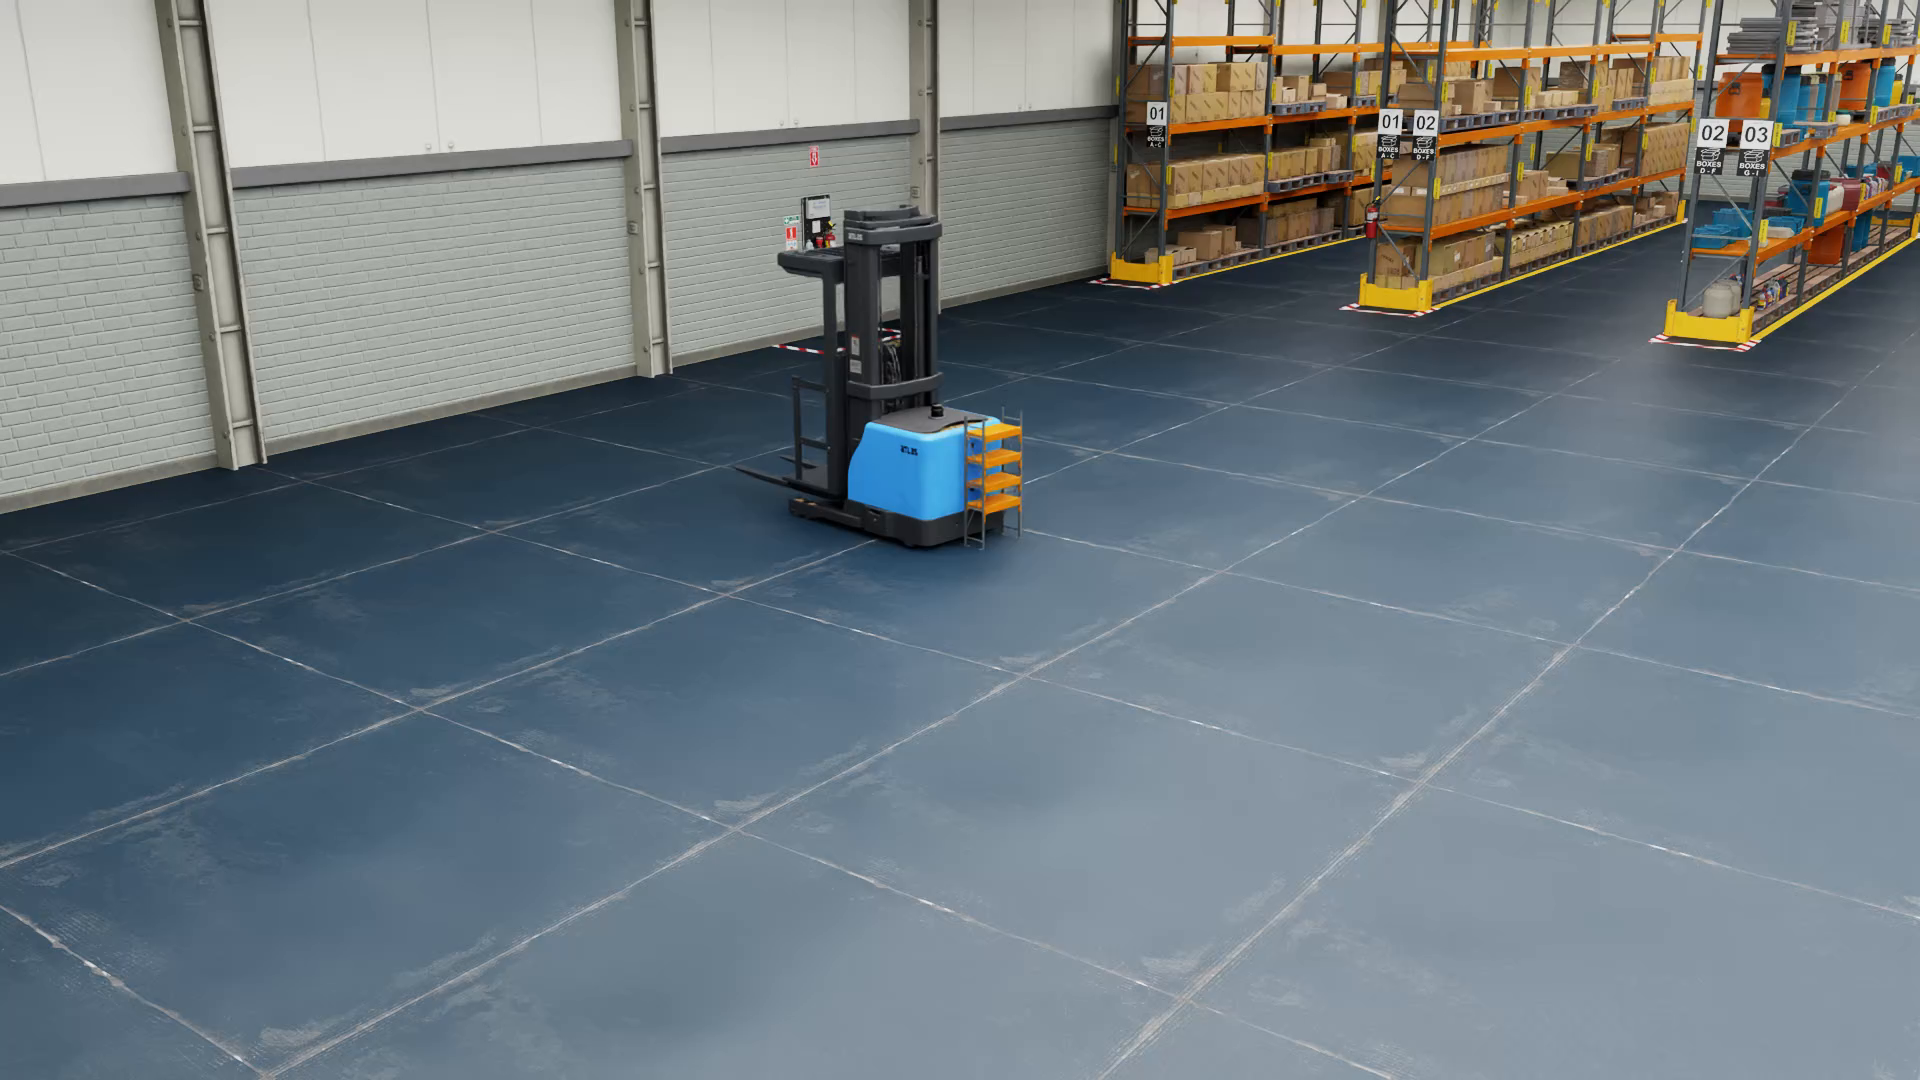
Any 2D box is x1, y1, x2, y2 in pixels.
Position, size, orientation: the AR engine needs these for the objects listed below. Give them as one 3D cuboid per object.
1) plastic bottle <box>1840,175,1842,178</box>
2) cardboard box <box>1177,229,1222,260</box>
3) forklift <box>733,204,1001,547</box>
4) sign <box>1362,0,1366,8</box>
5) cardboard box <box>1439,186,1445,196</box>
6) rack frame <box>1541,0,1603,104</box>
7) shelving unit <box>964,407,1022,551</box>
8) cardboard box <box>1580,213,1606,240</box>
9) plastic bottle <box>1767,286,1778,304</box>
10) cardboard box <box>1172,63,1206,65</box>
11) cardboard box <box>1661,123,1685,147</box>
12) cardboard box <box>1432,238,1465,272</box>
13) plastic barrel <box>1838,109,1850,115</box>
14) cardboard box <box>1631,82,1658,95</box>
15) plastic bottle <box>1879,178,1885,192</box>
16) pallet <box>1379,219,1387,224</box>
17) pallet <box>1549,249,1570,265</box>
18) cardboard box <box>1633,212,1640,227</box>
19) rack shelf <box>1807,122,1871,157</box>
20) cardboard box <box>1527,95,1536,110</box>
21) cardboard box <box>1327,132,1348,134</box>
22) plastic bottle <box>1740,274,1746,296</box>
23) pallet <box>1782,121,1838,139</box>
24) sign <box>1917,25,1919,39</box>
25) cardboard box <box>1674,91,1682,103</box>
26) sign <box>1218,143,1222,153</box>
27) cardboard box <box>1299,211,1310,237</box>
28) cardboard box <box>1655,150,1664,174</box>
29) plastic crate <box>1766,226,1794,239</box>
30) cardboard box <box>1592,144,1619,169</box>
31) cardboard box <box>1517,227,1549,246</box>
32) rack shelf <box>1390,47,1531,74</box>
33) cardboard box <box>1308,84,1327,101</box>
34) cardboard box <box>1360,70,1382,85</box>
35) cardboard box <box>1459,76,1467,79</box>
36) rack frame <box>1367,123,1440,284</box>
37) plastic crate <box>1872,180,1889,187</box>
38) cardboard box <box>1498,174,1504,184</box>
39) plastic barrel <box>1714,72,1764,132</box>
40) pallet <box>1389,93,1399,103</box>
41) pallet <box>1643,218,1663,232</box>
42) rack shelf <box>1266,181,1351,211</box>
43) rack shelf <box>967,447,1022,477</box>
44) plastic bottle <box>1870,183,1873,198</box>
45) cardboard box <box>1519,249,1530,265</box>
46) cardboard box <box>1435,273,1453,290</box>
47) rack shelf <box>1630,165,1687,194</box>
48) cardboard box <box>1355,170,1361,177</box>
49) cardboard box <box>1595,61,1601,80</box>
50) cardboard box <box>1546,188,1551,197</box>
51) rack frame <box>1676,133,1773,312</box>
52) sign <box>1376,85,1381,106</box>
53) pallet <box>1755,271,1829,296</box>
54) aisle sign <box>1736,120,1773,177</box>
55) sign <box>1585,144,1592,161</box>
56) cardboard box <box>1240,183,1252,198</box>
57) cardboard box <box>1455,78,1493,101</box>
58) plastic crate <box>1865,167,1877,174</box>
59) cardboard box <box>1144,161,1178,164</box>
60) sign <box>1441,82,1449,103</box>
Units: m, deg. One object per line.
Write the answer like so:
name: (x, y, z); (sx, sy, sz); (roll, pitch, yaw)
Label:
plastic bottle: (17.843, -7.252, 33.743); (0.061, 0.283, 0.133); (12, 21, 35)
cardboard box: (4.599, -5.679, 31.954); (0.700, 0.500, 0.500); (11, 20, 31)
forklift: (-1.003, -1.688, 15.744); (3.031, 2.935, 1.130); (16, 24, 42)
sign: (8.506, -11.373, 34.992); (0.100, 0.325, 0.005); (12, 21, 35)
cardboard box: (7.840, -5.814, 27.653); (0.380, 0.149, 0.250); (12, 21, 33)
rack frame: (12.045, -10.108, 32.628); (1.000, 3.000, 0.127); (12, 21, 35)
shelving unit: (0.299, -0.552, 15.005); (0.258, 1.200, 0.503); (16, 23, 42)
cardboard box: (13.156, -6.562, 34.796); (0.500, 0.500, 0.500); (12, 21, 34)
plastic bottle: (13.078, -3.959, 26.791); (0.152, 0.276, 0.135); (13, 21, 36)
cardboard box: (4.278, -8.693, 31.238); (0.500, 0.500, 0.500); (12, 21, 35)
cardboard box: (16.466, -9.399, 38.604); (0.500, 0.500, 0.500); (13, 22, 36)
cardboard box: (8.360, -4.913, 28.676); (0.500, 0.500, 0.500); (12, 21, 35)
plastic barrel: (15.914, -7.658, 30.056); (0.294, 0.245, 0.294); (0, 17, 0)
cardboard box: (14.917, -9.868, 36.320); (0.500, 0.250, 0.500); (12, 21, 35)
plastic bottle: (18.428, -7.110, 33.296); (0.152, 0.276, 0.135); (12, 21, 35)
pallet: (9.322, -7.250, 38.240); (1.003, 0.211, 1.213); (12, 21, 35)
pallet: (11.523, -5.723, 33.322); (1.003, 0.211, 1.213); (12, 21, 35)
cardboard box: (14.852, -7.184, 37.118); (0.500, 0.311, 0.500); (12, 21, 35)
rack shelf: (14.829, -6.980, 28.824); (1.077, 0.370, 4.000); (12, 21, 35)
cardboard box: (10.361, -8.129, 30.855); (0.500, 0.250, 0.500); (10, 20, 29)
cardboard box: (8.437, -8.952, 37.051); (0.500, 0.250, 0.500); (12, 21, 33)
plastic bottle: (12.939, -4.215, 27.491); (0.144, 0.351, 0.185); (12, 21, 35)
pallet: (13.286, -6.568, 26.602); (1.213, 0.211, 1.003); (12, 21, 35)
sign: (18.844, -9.988, 32.591); (0.100, 0.325, 0.005); (12, 21, 35)
cardboard box: (16.123, -10.102, 37.918); (0.500, 0.250, 0.500); (12, 21, 35)
sign: (5.233, -7.815, 33.407); (0.100, 0.325, 0.005); (12, 21, 35)
cardboard box: (7.003, -6.728, 35.331); (0.700, 0.500, 0.500); (12, 21, 34)
cardboard box: (15.553, -8.558, 37.583); (0.500, 0.500, 0.500); (12, 21, 34)
plastic crate: (12.873, -4.857, 26.278); (0.530, 0.136, 0.437); (12, 21, 35)
cardboard box: (13.966, -8.371, 36.272); (0.700, 0.500, 0.500); (5, 18, 16)
cardboard box: (11.022, -5.867, 32.067); (0.500, 0.311, 0.500); (13, 22, 36)
rack shelf: (8.470, -8.145, 28.192); (1.077, 0.370, 4.000); (12, 21, 35)
cardboard box: (7.217, -9.317, 34.929); (0.797, 0.503, 0.637); (16, 24, 42)
cardboard box: (9.205, -10.319, 37.452); (0.700, 0.500, 0.500); (12, 21, 35)
cardboard box: (11.992, -11.162, 40.455); (0.500, 0.250, 0.500); (12, 21, 33)
rack frame: (7.278, -5.338, 27.382); (1.000, 3.000, 0.127); (12, 21, 35)
plastic crate: (18.796, -7.308, 34.070); (0.396, 0.136, 0.243); (12, 21, 35)
cardboard box: (9.522, -6.487, 29.819); (0.380, 0.149, 0.250); (12, 21, 34)
plastic barrel: (11.441, -6.438, 24.434); (0.600, 0.830, 0.708); (12, 21, 35)
pallet: (9.941, -10.185, 38.253); (0.805, 0.209, 1.217); (11, 21, 33)
pallet: (15.564, -7.320, 38.465); (1.003, 0.211, 1.213); (12, 21, 35)
rack shelf: (6.872, -7.298, 34.906); (1.077, 0.370, 4.000); (12, 21, 35)
rack shelf: (0.299, -0.702, 14.959); (0.258, 0.148, 0.480); (16, 23, 42)
plastic bottle: (17.591, -6.756, 32.143); (0.061, 0.283, 0.133); (12, 21, 35)
cardboard box: (10.406, -5.352, 31.355); (0.500, 0.250, 0.500); (13, 22, 36)
cardboard box: (8.071, -4.434, 28.397); (0.500, 0.250, 0.500); (12, 21, 35)
rack shelf: (15.620, -8.329, 38.226); (1.077, 0.370, 4.000); (12, 21, 35)
cardboard box: (8.603, -8.103, 36.677); (0.380, 0.149, 0.250); (13, 21, 35)
cardboard box: (12.613, -9.425, 33.632); (0.500, 0.500, 0.500); (12, 21, 35)
cardboard box: (11.330, -6.810, 32.544); (0.380, 0.149, 0.250); (14, 22, 39)
rack frame: (11.254, -4.462, 24.560); (1.000, 3.000, 0.127); (12, 21, 35)
sign: (6.850, -7.255, 27.137); (0.100, 0.325, 0.005); (12, 21, 35)
pallet: (14.800, -4.569, 29.606); (1.003, 0.211, 1.213); (12, 21, 35)
aisle sign: (11.446, -5.634, 23.953); (0.394, 0.787, 0.004); (12, 21, 35)
sign: (12.492, -7.699, 33.032); (0.100, 0.325, 0.005); (12, 21, 35)
cardboard box: (5.338, -6.820, 32.371); (0.500, 0.250, 0.500); (13, 21, 35)
cardboard box: (9.149, -7.965, 29.670); (0.500, 0.500, 0.500); (15, 22, 39)
plastic crate: (19.591, -7.907, 35.836); (0.416, 0.233, 0.300); (12, 21, 35)
cardboard box: (3.715, -6.777, 30.968); (0.500, 0.500, 0.500); (13, 21, 35)
sign: (7.720, -7.126, 26.475); (0.100, 0.325, 0.005); (12, 21, 35)
